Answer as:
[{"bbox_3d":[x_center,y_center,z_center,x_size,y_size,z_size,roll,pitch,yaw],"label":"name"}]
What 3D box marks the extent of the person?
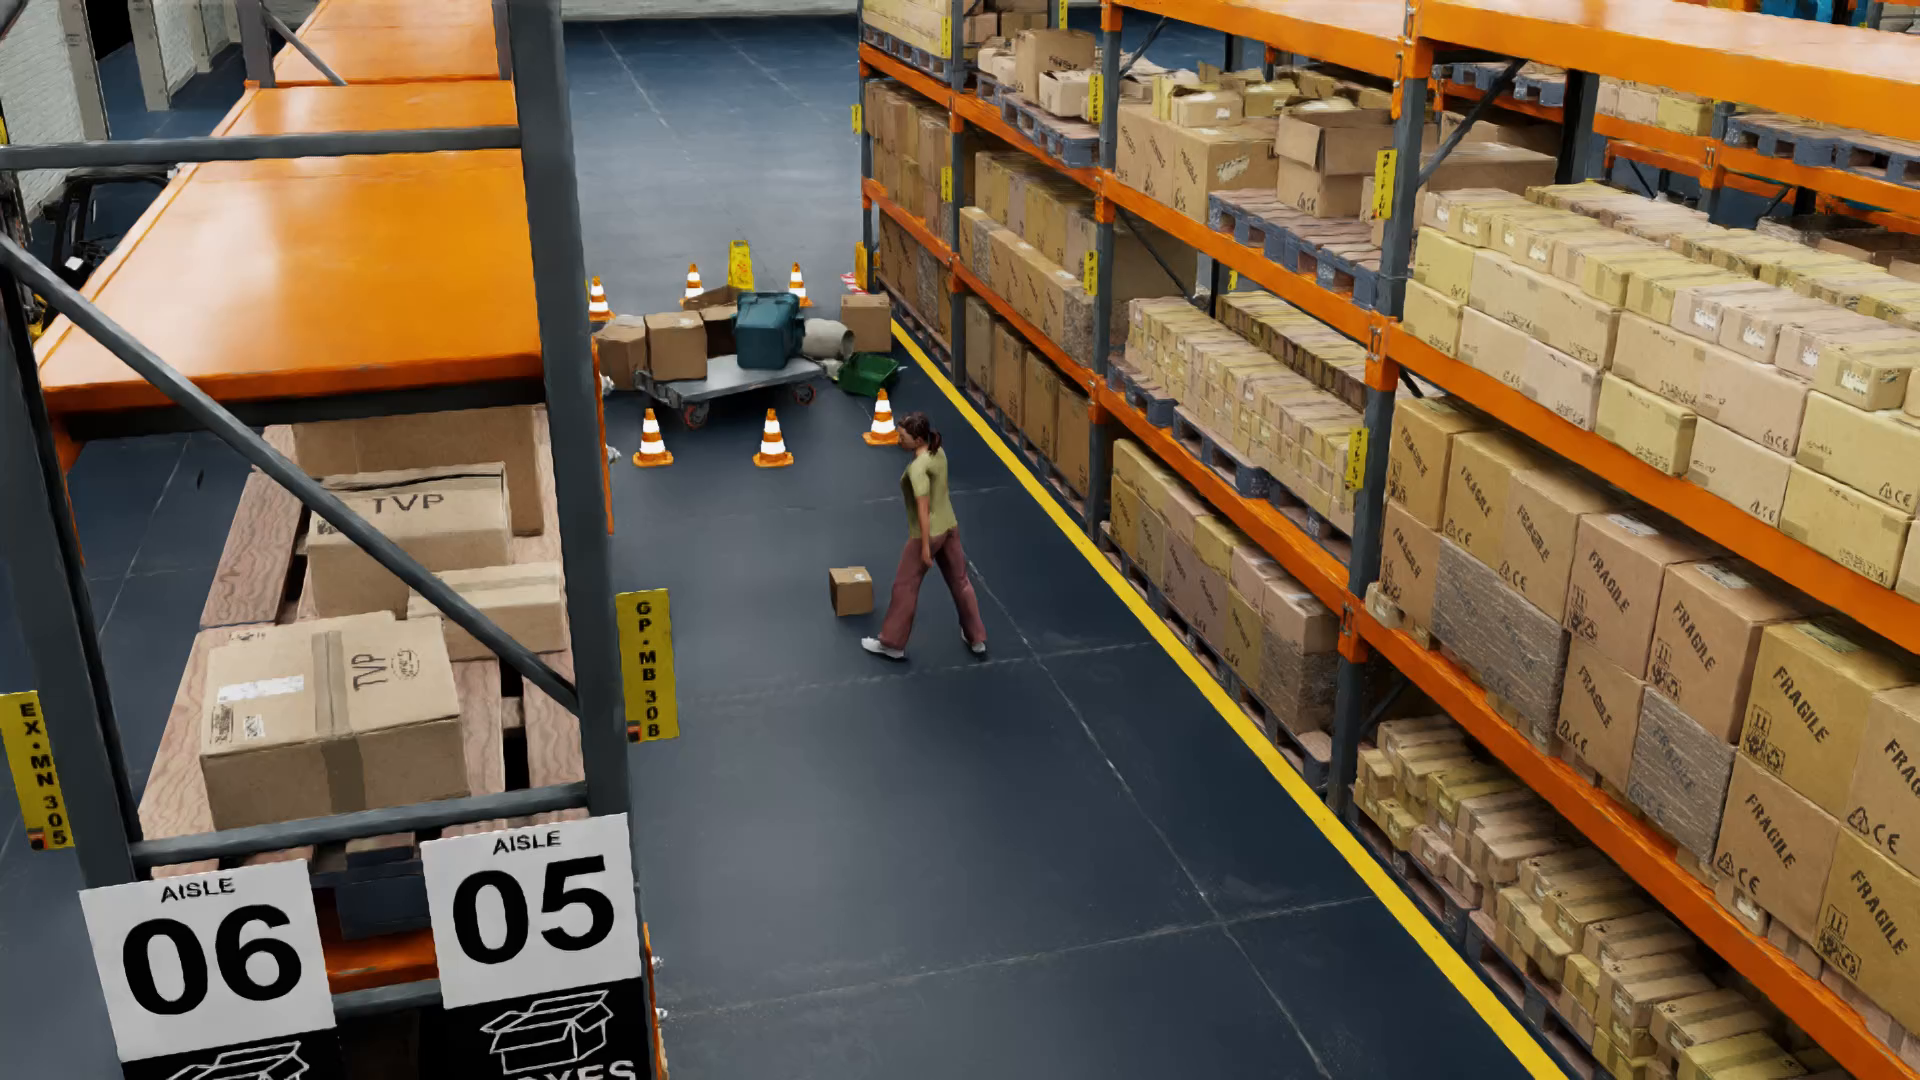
[{"bbox_3d":[-0.200,-0.050,10.743,0.747,1.641,0.603,13,26,27],"label":"person"}]
